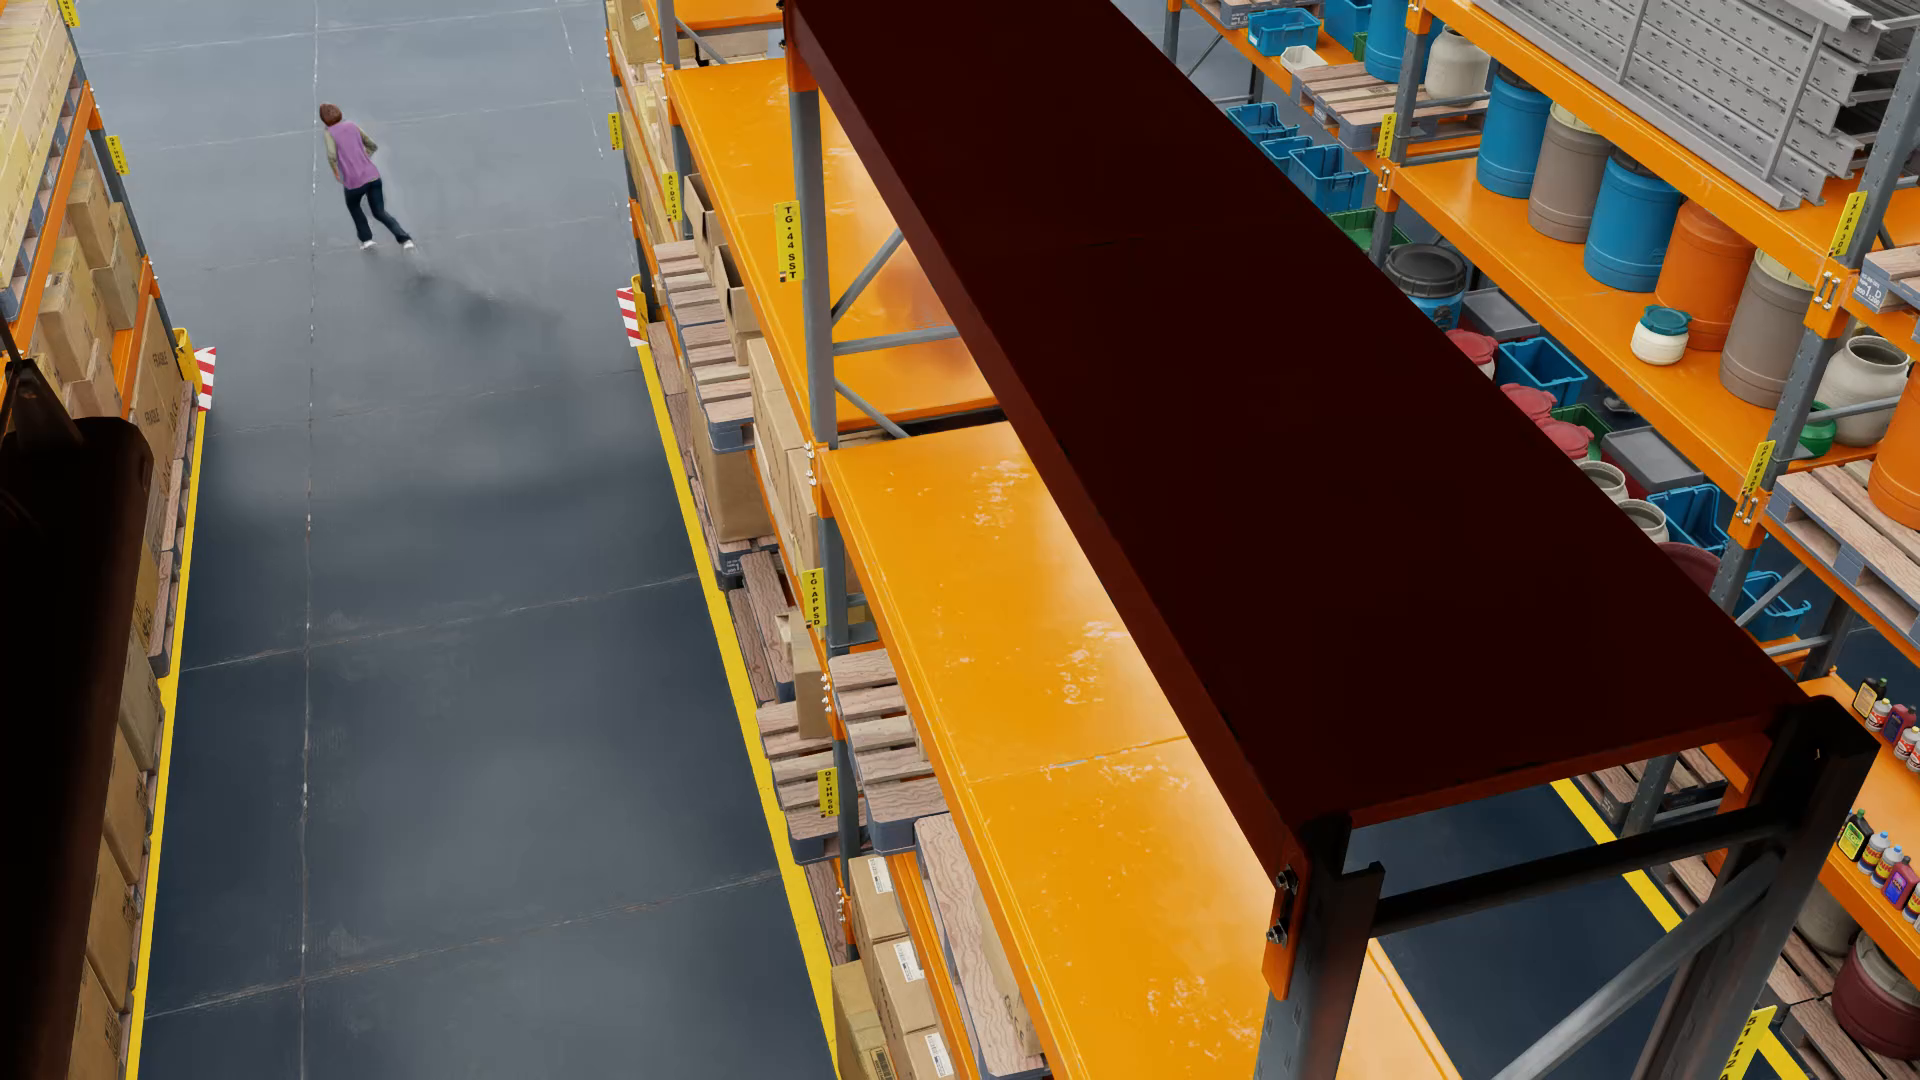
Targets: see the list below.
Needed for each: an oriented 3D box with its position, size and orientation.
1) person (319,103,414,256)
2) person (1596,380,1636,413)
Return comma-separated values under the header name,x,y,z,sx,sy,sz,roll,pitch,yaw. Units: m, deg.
name,x,y,z,sx,sy,sz,roll,pitch,yaw
person,-5.639,-3.340,15.857,0.917,1.534,0.573,22,43,25
person,5.512,-1.870,13.848,0.632,1.617,0.759,-22,43,-25
